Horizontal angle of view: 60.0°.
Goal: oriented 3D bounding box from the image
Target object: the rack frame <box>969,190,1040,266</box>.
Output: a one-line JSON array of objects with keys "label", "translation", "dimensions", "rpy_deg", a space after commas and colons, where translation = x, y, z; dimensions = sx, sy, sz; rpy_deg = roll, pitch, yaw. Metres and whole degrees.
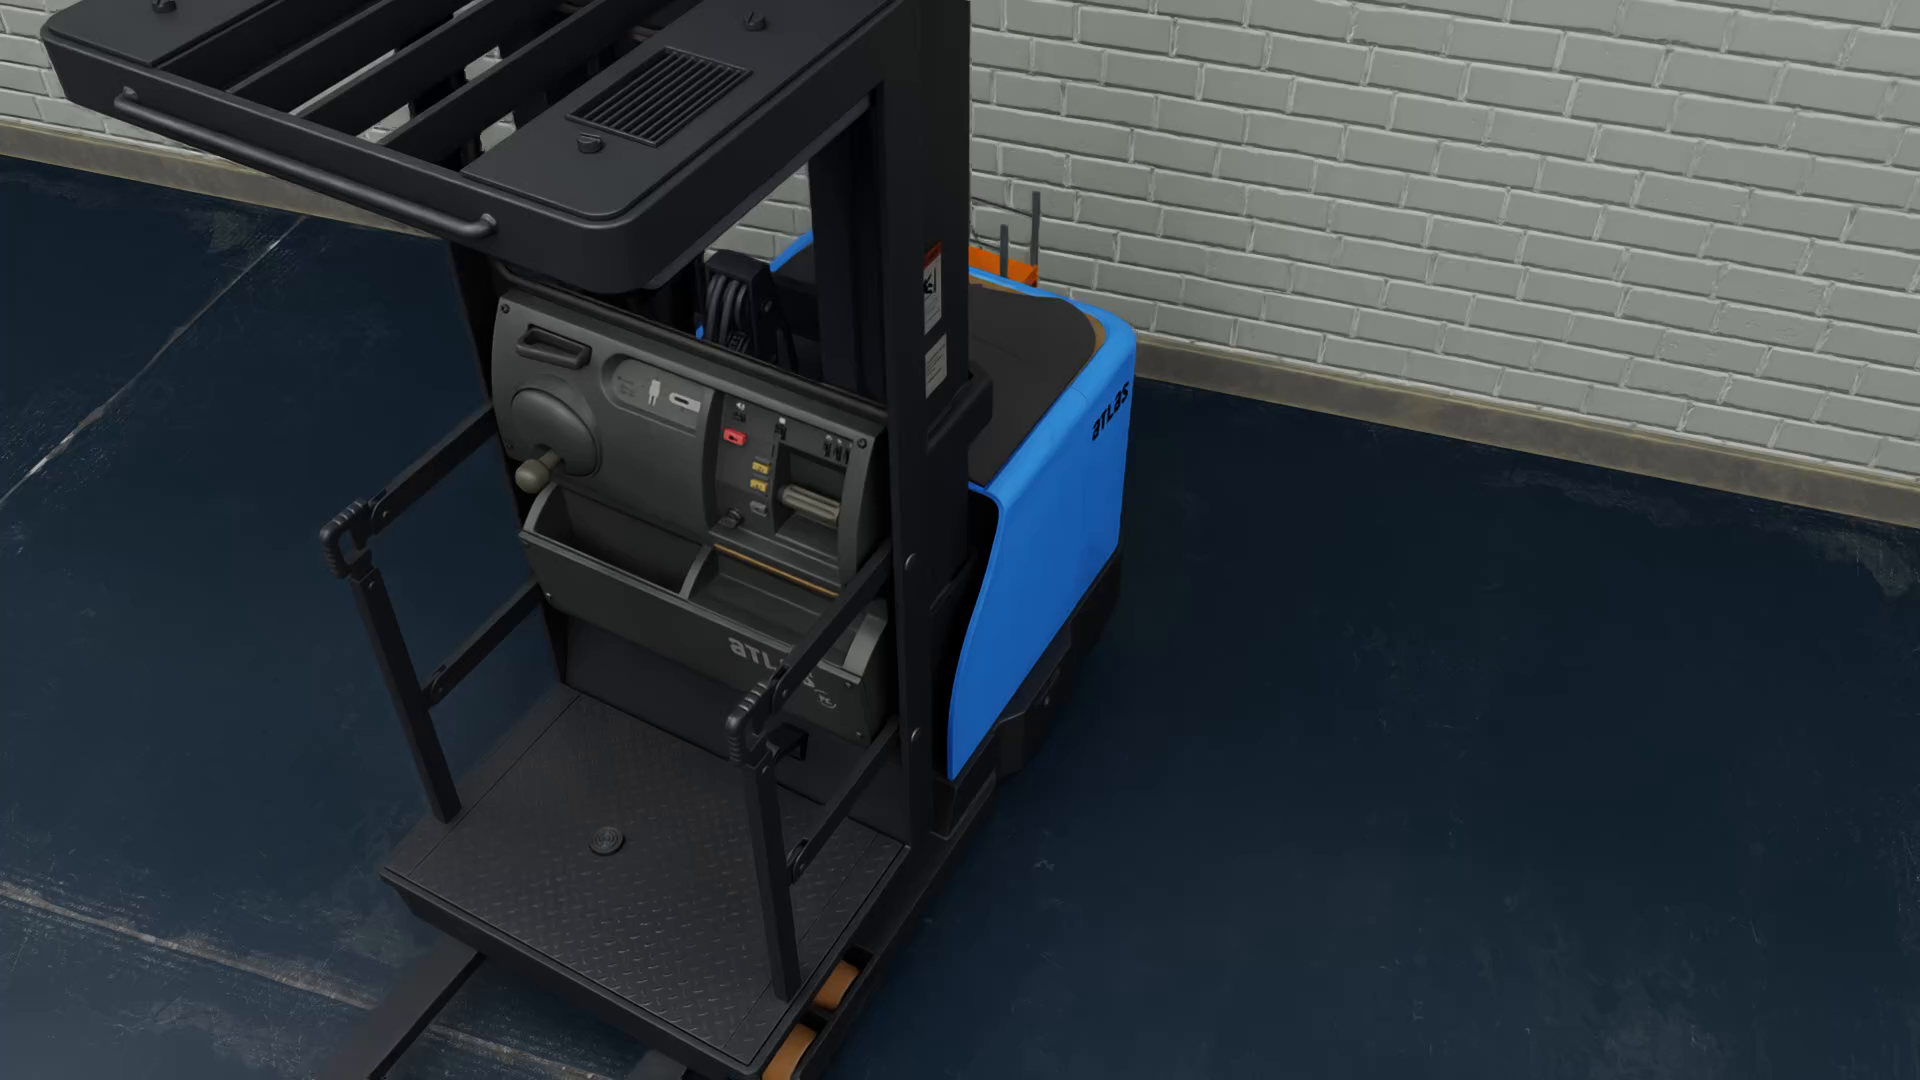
[{"label": "rack frame", "translation": [0.112, -0.551, 4.955], "dimensions": [0.240, 1.200, 0.006], "rpy_deg": [21, 48, 20]}]

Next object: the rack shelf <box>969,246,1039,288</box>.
[{"label": "rack shelf", "translation": [0.067, -0.720, 4.677], "dimensions": [0.258, 0.103, 0.180], "rpy_deg": [21, 48, 20]}]

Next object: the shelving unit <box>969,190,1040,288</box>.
[{"label": "shelving unit", "translation": [0.067, -0.495, 4.898], "dimensions": [0.258, 1.200, 0.189], "rpy_deg": [21, 48, 20]}]

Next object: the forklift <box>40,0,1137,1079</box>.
[{"label": "forklift", "translation": [-0.686, -0.116, 3.273], "dimensions": [1.130, 2.935, 3.031], "rpy_deg": [21, 48, 20]}]

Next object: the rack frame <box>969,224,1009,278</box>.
[{"label": "rack frame", "translation": [0.022, -0.439, 4.841], "dimensions": [0.240, 1.200, 0.006], "rpy_deg": [21, 48, 20]}]
